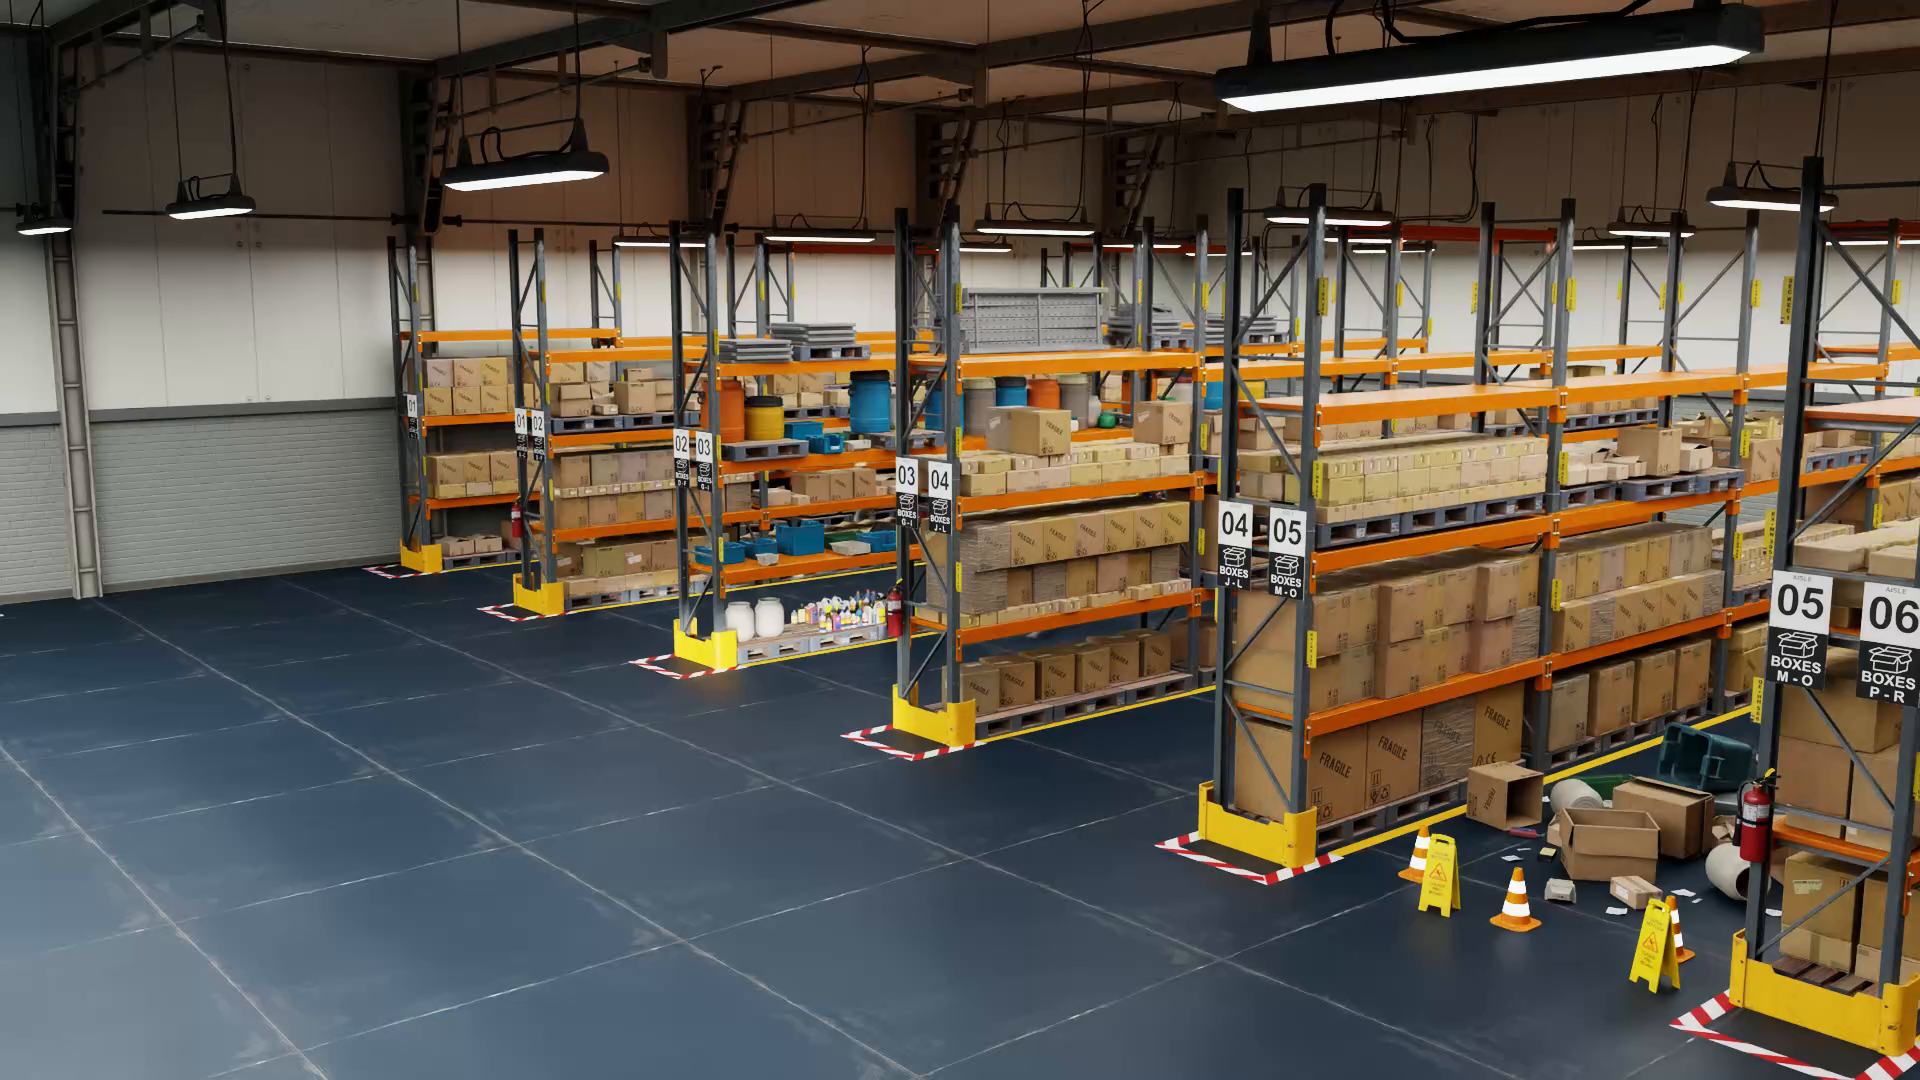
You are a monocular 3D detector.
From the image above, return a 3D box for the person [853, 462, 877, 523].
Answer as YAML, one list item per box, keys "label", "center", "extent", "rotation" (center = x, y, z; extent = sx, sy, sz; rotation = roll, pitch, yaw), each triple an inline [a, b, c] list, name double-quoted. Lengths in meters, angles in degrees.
- label: "person"
  center: [-2.001, -0.738, 32.891]
  extent: [1.032, 1.732, 0.478]
  rotation: [-7, 11, -39]

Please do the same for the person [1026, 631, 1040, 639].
- label: "person"
  center: [1.194, 0.554, 24.509]
  extent: [0.739, 1.720, 1.042]
  rotation: [5, 10, 32]
